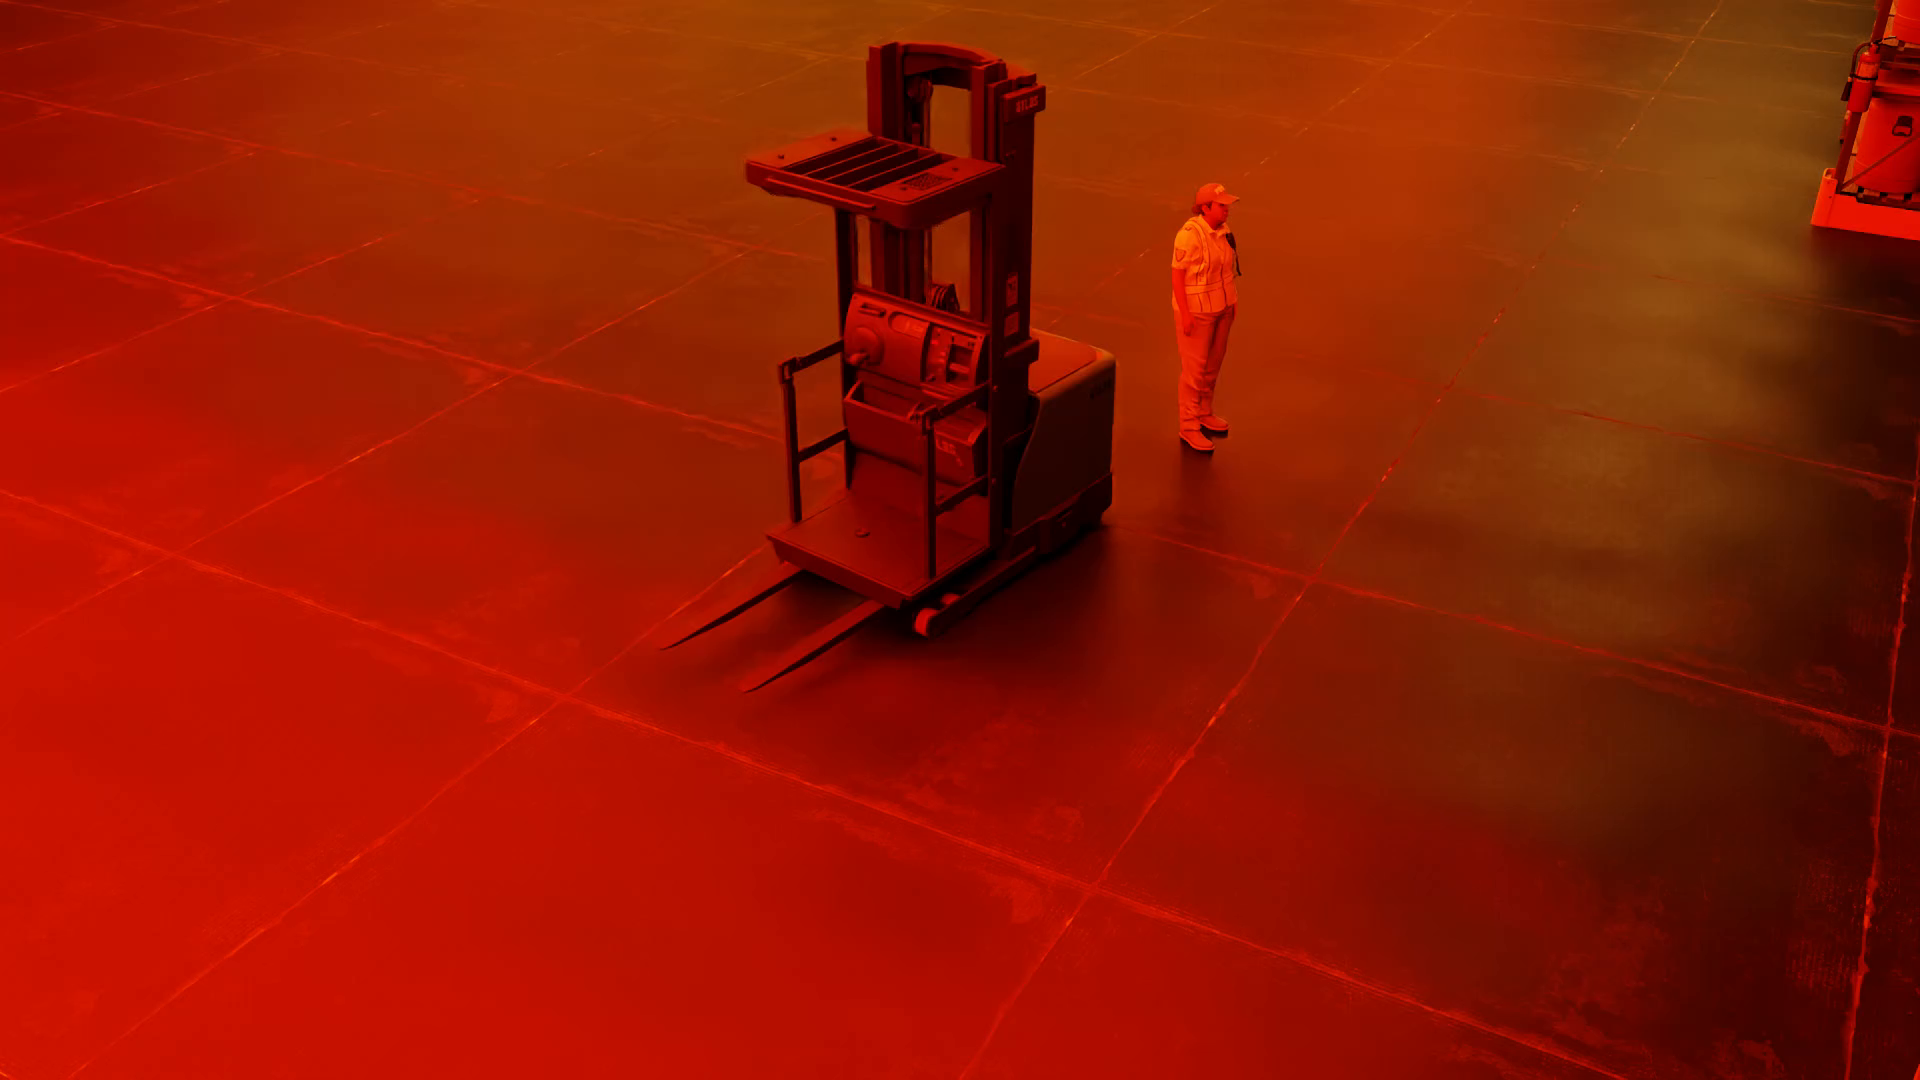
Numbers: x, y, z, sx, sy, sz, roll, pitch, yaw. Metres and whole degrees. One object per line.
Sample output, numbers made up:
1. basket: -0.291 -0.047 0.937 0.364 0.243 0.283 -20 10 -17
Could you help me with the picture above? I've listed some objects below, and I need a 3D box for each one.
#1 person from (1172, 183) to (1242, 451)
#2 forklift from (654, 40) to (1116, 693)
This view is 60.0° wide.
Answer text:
1. person: 1.654 -1.484 10.893 0.596 1.670 0.530 -26 39 -37
2. forklift: -0.382 -1.016 8.830 1.130 2.935 3.031 22 36 33
